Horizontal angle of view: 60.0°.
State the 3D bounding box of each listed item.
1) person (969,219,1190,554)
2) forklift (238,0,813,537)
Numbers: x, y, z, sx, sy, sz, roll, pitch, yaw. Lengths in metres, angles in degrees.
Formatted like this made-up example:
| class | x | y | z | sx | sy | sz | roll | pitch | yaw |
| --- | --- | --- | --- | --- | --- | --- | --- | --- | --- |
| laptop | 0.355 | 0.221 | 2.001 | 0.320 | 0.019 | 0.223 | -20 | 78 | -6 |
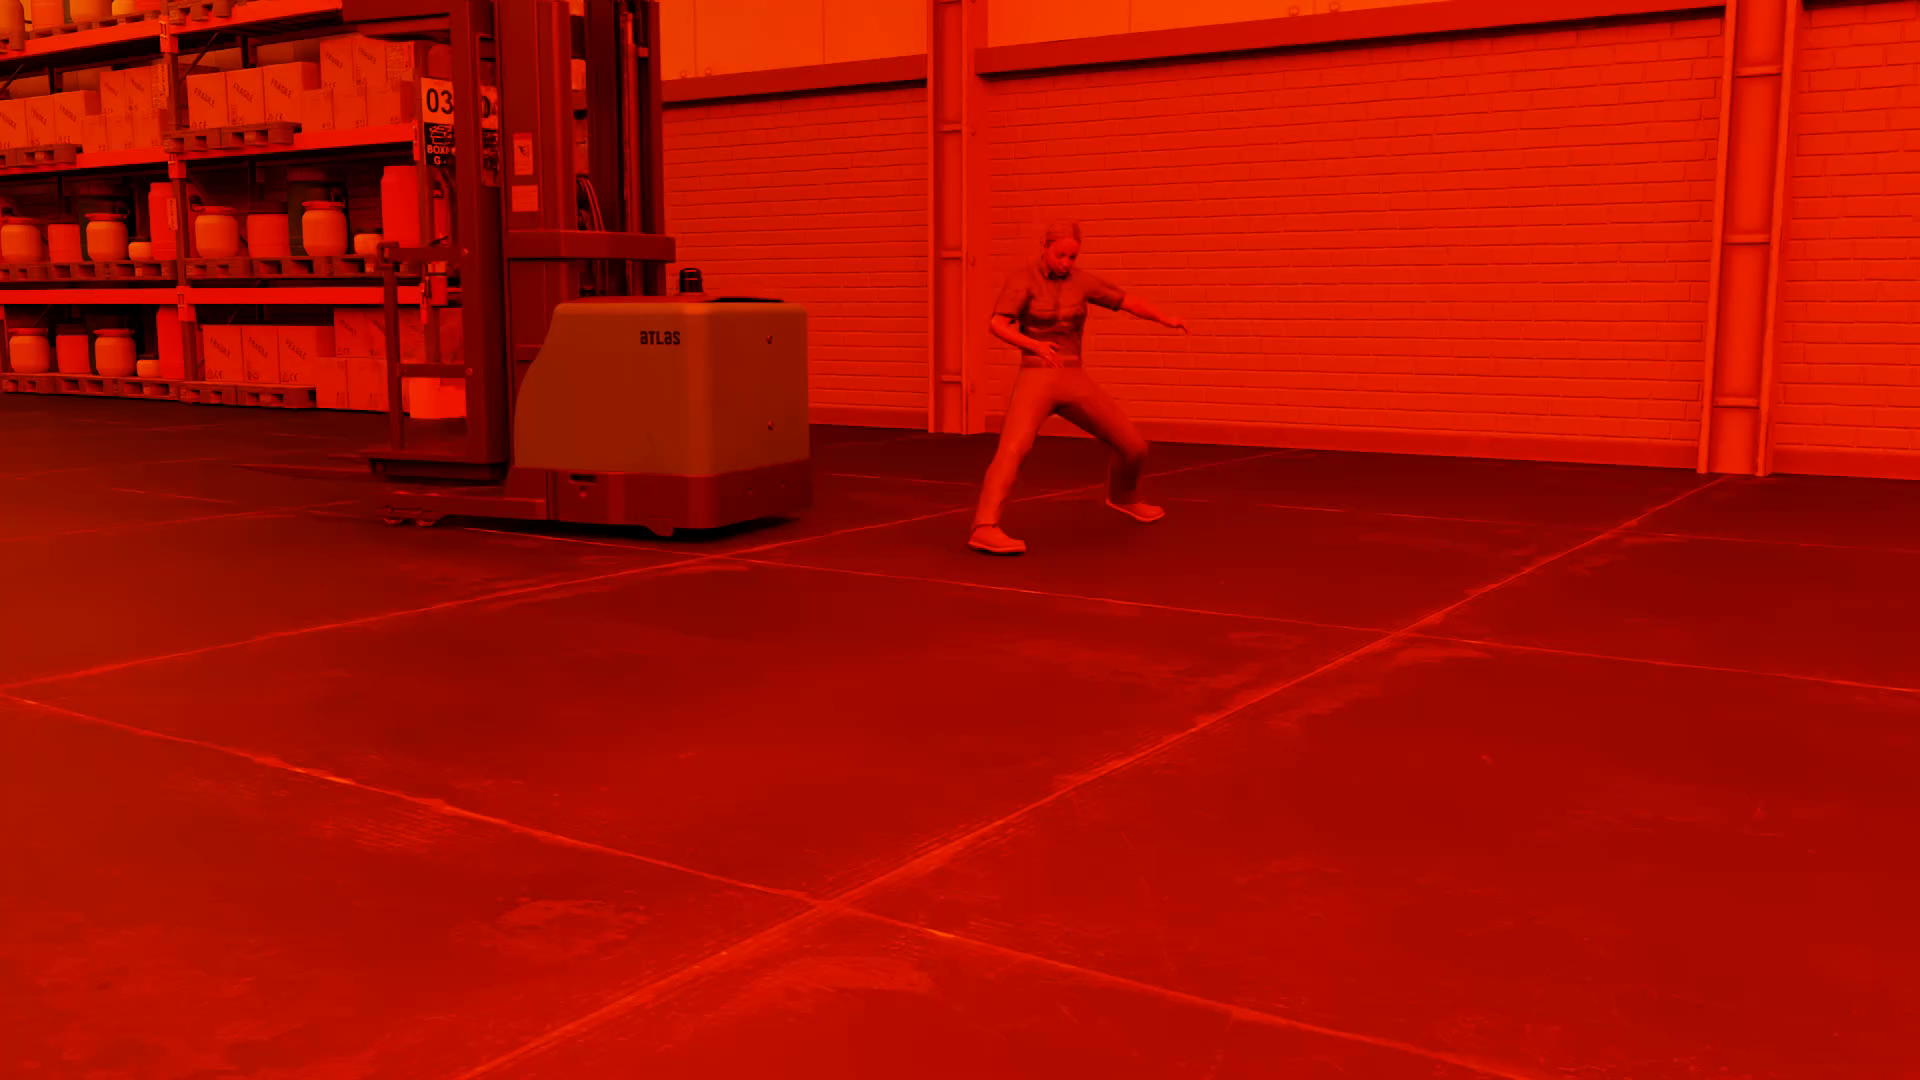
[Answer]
| class | x | y | z | sx | sy | sz | roll | pitch | yaw |
| --- | --- | --- | --- | --- | --- | --- | --- | --- | --- |
| person | 0.539 | -0.728 | 7.568 | 1.250 | 1.445 | 0.791 | -4 | 9 | -25 |
| forklift | -2.296 | -1.578 | 8.290 | 3.031 | 2.935 | 1.130 | 4 | 9 | 24 |
